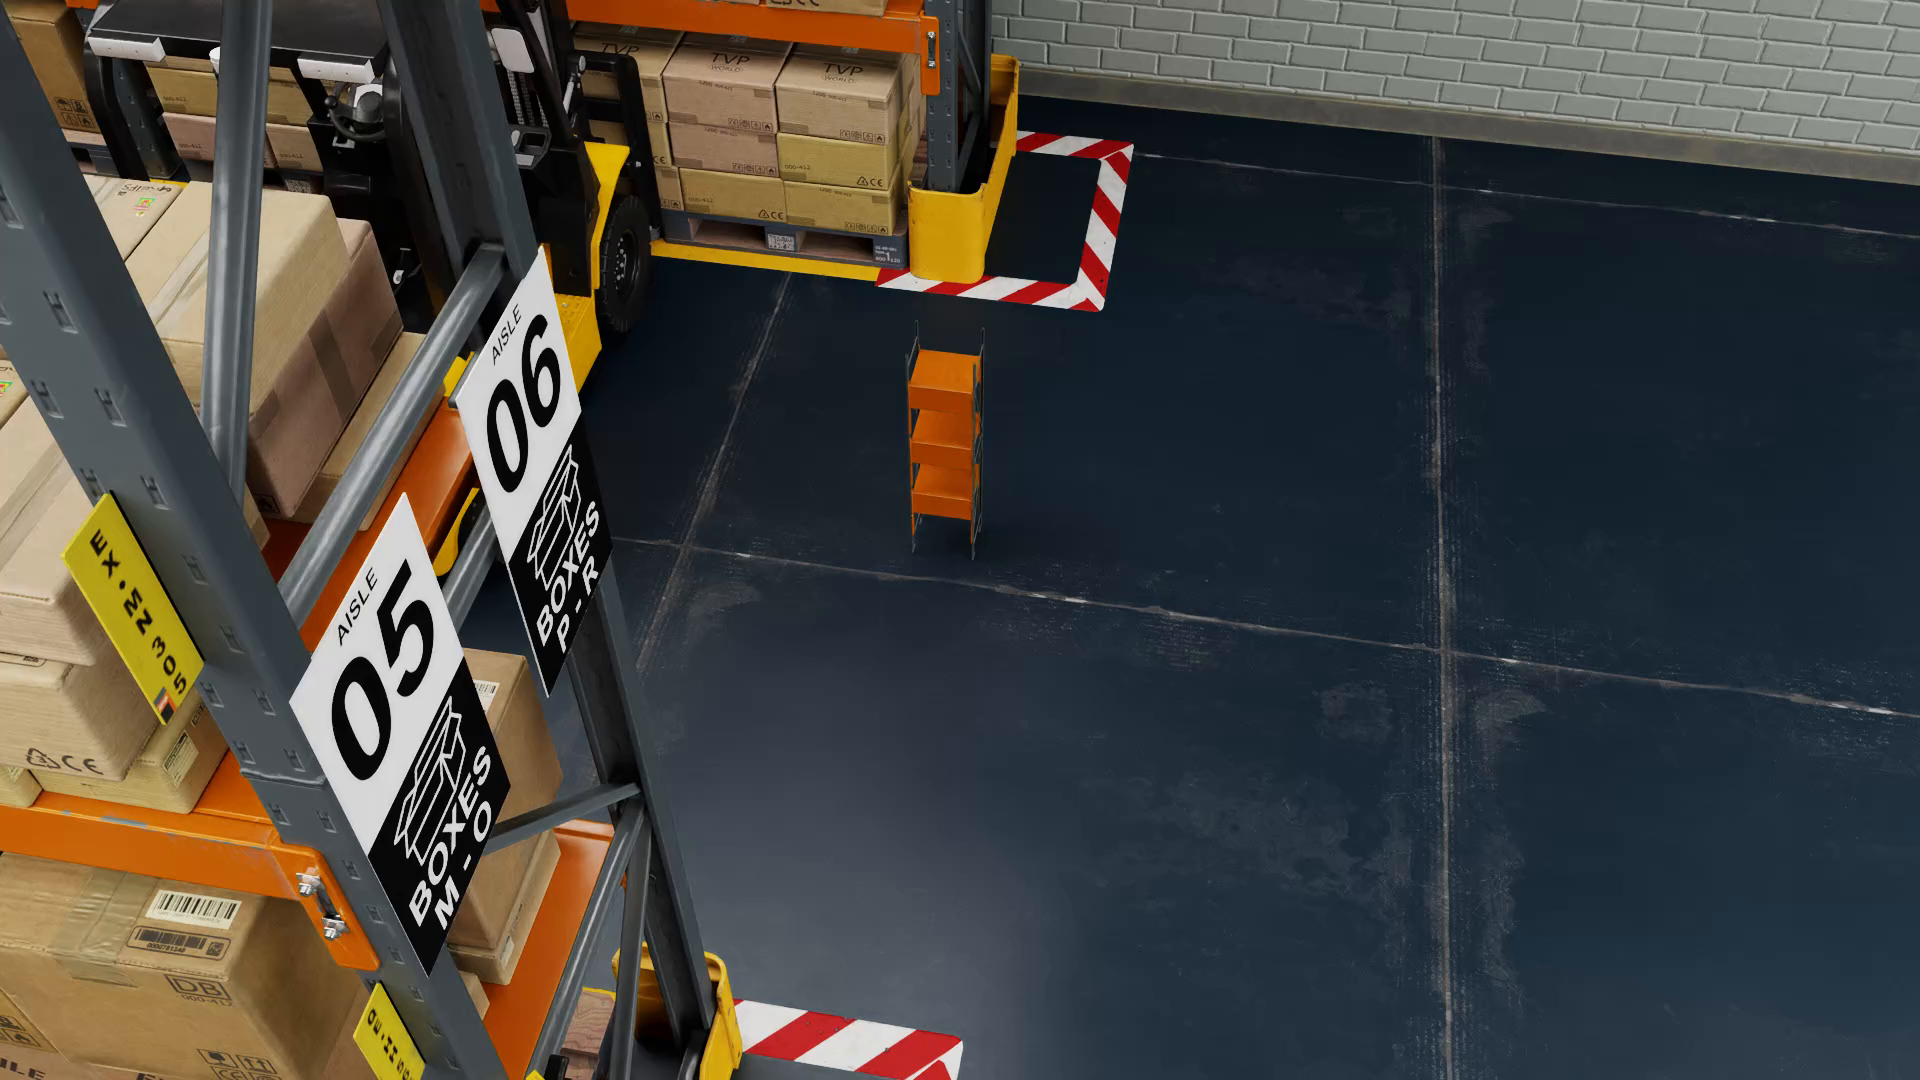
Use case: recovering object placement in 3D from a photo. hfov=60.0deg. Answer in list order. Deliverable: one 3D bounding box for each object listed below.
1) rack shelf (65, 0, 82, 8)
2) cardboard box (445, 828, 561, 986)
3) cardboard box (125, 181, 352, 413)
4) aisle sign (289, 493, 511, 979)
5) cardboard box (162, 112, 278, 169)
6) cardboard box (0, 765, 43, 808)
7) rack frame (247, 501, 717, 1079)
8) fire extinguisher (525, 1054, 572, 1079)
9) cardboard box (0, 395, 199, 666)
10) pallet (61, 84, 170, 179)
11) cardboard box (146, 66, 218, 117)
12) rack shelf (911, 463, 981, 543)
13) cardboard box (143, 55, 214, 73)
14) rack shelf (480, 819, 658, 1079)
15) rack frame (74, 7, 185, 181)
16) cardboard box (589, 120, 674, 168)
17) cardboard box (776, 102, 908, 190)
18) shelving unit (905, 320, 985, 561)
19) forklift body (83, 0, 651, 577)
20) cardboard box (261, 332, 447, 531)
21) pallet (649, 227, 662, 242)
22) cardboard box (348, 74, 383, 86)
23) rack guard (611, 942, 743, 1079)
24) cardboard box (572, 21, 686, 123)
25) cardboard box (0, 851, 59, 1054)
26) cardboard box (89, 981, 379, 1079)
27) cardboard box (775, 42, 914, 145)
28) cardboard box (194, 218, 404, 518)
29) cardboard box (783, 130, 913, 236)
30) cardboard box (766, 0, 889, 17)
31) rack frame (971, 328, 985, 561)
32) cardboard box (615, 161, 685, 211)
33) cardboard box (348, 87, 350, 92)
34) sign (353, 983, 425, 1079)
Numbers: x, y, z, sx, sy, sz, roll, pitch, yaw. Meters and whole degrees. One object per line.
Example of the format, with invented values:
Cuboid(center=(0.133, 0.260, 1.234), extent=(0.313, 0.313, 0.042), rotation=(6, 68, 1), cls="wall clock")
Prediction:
Cuboid(center=(-5.902, -3.202, 8.066), extent=(4.000, 0.370, 1.077), rotation=(8, 49, 7), cls="rack shelf")
Cuboid(center=(-1.175, 0.872, 4.091), extent=(0.250, 0.149, 0.380), rotation=(8, 49, 7), cls="cardboard box")
Cuboid(center=(-1.191, -0.397, 2.678), extent=(0.250, 0.149, 0.380), rotation=(7, 48, 7), cls="cardboard box")
Cuboid(center=(-0.868, 0.336, 2.655), extent=(0.004, 0.787, 0.394), rotation=(8, 49, 7), cls="aisle sign")
Cuboid(center=(-3.517, -2.093, 8.152), extent=(0.500, 0.250, 0.500), rotation=(8, 49, 7), cls="cardboard box")
Cuboid(center=(-1.529, 0.215, 2.665), extent=(0.250, 0.149, 0.380), rotation=(8, 49, 7), cls="cardboard box")
Cuboid(center=(-0.877, 0.985, 3.821), extent=(0.127, 3.000, 1.000), rotation=(8, 49, 7), cls="rack frame")
Cuboid(center=(-0.846, 1.363, 3.533), extent=(0.183, 0.674, 0.296), rotation=(8, 49, 7), cls="fire extinguisher")
Cuboid(center=(-1.262, -0.029, 2.348), extent=(0.250, 0.149, 0.380), rotation=(8, 49, 7), cls="cardboard box")
Cuboid(center=(-4.666, -2.315, 8.660), extent=(1.213, 0.211, 1.003), rotation=(8, 49, 7), cls="pallet")
Cuboid(center=(-3.513, -2.277, 7.981), extent=(0.500, 0.250, 0.500), rotation=(7, 48, 7), cls="cardboard box")
Cuboid(center=(-0.053, -0.165, 6.552), extent=(0.240, 0.259, 0.215), rotation=(8, 49, 7), cls="rack shelf")
Cuboid(center=(-3.514, -2.440, 7.792), extent=(0.500, 0.250, 0.500), rotation=(7, 48, 6), cls="cardboard box")
Cuboid(center=(-2.845, 0.961, 4.326), extent=(4.000, 0.370, 1.077), rotation=(8, 49, 7), cls="rack shelf")
Cuboid(center=(-3.934, -3.178, 7.561), extent=(0.127, 3.000, 1.000), rotation=(8, 49, 7), cls="rack frame")
Cuboid(center=(-1.536, -2.000, 7.733), extent=(0.500, 0.250, 0.500), rotation=(7, 48, 6), cls="cardboard box")
Cuboid(center=(-0.533, -1.873, 7.619), extent=(0.500, 0.250, 0.500), rotation=(7, 48, 6), cls="cardboard box")
Cuboid(center=(-0.053, -0.358, 6.338), extent=(0.252, 1.050, 0.215), rotation=(8, 49, 7), cls="shelving unit")
Cuboid(center=(-2.189, -1.281, 6.427), extent=(1.214, 2.155, 2.313), rotation=(8, 49, 7), cls="forklift body")
Cuboid(center=(-1.146, -0.215, 3.051), extent=(0.250, 0.149, 0.380), rotation=(8, 49, 7), cls="cardboard box")
Cuboid(center=(-1.955, -1.951, 8.333), extent=(1.213, 0.211, 1.003), rotation=(8, 49, 7), cls="pallet")
Cuboid(center=(-2.521, -2.308, 7.673), extent=(0.500, 0.250, 0.500), rotation=(9, 49, 8), cls="cardboard box")
Cuboid(center=(-0.952, 1.810, 4.759), extent=(0.348, 0.500, 1.175), rotation=(8, 49, 7), cls="rack guard")
Cuboid(center=(-1.508, -2.160, 7.540), extent=(0.500, 0.250, 0.500), rotation=(8, 49, 7), cls="cardboard box")
Cuboid(center=(-1.915, 0.537, 3.283), extent=(0.500, 0.500, 0.700), rotation=(8, 49, 7), cls="cardboard box")
Cuboid(center=(-1.460, 0.982, 3.556), extent=(0.500, 0.500, 0.500), rotation=(7, 48, 6), cls="cardboard box")
Cuboid(center=(-0.507, -2.037, 7.430), extent=(0.500, 0.250, 0.500), rotation=(9, 49, 8), cls="cardboard box")
Cuboid(center=(-1.325, -0.329, 2.885), extent=(0.500, 0.250, 0.500), rotation=(7, 48, 6), cls="cardboard box")
Cuboid(center=(-0.517, -1.701, 7.800), extent=(0.500, 0.250, 0.500), rotation=(8, 49, 7), cls="cardboard box")
Cuboid(center=(-0.529, -2.555, 6.934), extent=(0.500, 0.500, 0.500), rotation=(7, 48, 6), cls="cardboard box")
Cuboid(center=(0.067, -0.342, 6.323), extent=(0.008, 1.050, 0.200), rotation=(8, 49, 7), cls="rack frame")
Cuboid(center=(-1.495, -1.847, 7.931), extent=(0.500, 0.250, 0.500), rotation=(8, 49, 7), cls="cardboard box")
Cuboid(center=(-2.525, -2.137, 7.855), extent=(0.500, 0.250, 0.500), rotation=(7, 48, 7), cls="cardboard box")
Cuboid(center=(-0.996, 0.896, 2.910), extent=(0.005, 0.325, 0.100), rotation=(8, 49, 7), cls="sign")
